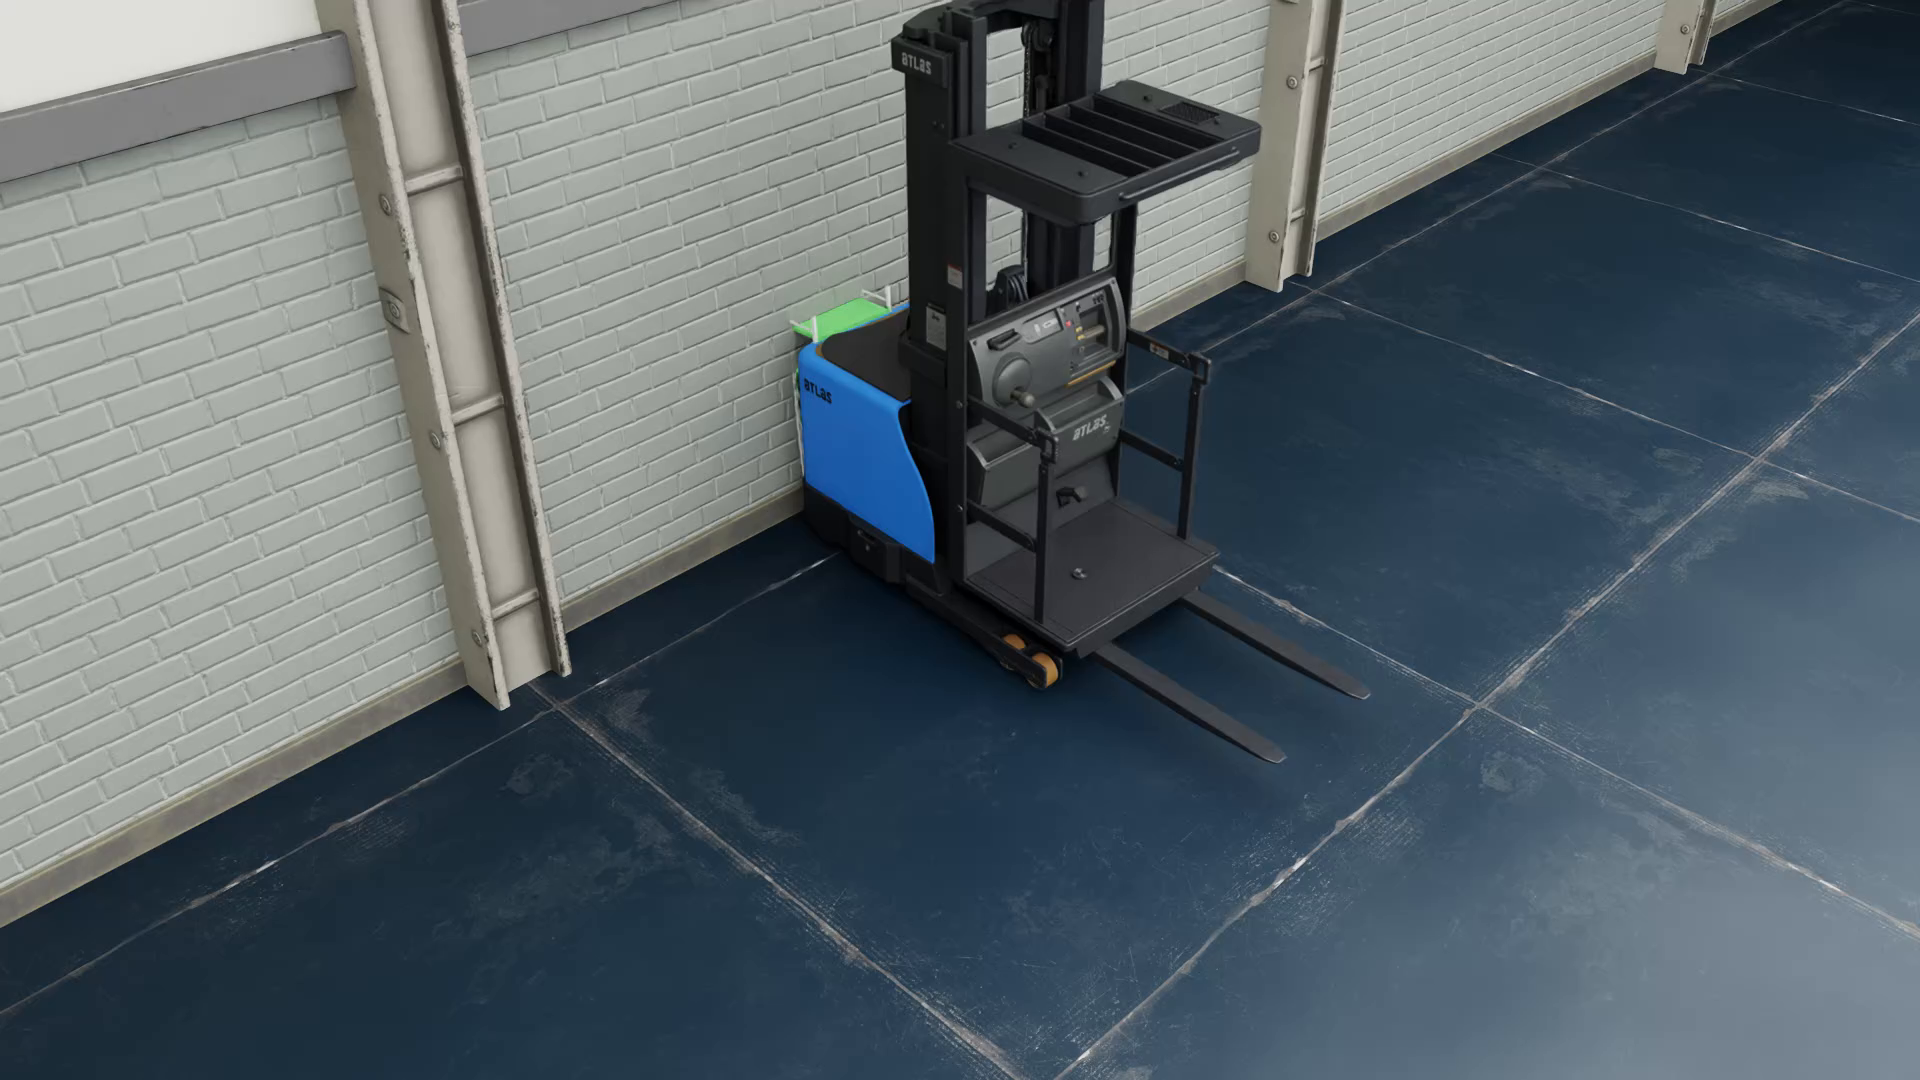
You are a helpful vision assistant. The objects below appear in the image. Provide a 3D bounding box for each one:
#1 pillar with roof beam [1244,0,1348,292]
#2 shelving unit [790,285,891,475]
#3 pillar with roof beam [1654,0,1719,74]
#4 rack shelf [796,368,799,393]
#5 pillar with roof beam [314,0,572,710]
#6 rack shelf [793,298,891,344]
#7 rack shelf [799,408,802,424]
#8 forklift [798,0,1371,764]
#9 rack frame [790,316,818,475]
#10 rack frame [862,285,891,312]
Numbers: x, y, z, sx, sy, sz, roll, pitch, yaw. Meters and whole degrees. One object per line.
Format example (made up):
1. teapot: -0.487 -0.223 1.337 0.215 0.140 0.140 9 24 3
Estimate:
1. pillar with roof beam: 5.207 -3.750 6.252 9.100 9.000 0.400 30 45 35
2. shelving unit: -0.594 -0.730 8.721 0.503 1.200 0.258 -29 40 -34
3. pillar with roof beam: 9.434 -6.186 9.744 9.100 9.000 0.400 30 45 35
4. rack shelf: -0.602 -0.879 8.627 0.480 0.148 0.258 -29 40 -34
5. pillar with roof beam: 0.979 -1.315 2.759 9.100 9.000 0.400 30 45 35
6. rack shelf: -0.614 -1.081 8.499 0.480 0.148 0.258 -29 40 -34
7. rack shelf: -0.591 -0.676 8.756 0.480 0.148 0.258 -29 40 -34
8. forklift: 0.550 -0.841 7.385 1.130 2.935 3.031 -28 44 -34
9. rack frame: -0.770 -0.633 8.583 0.015 1.200 0.240 -29 40 -34
10. rack frame: -0.418 -0.827 8.860 0.015 1.200 0.240 -29 40 -34
